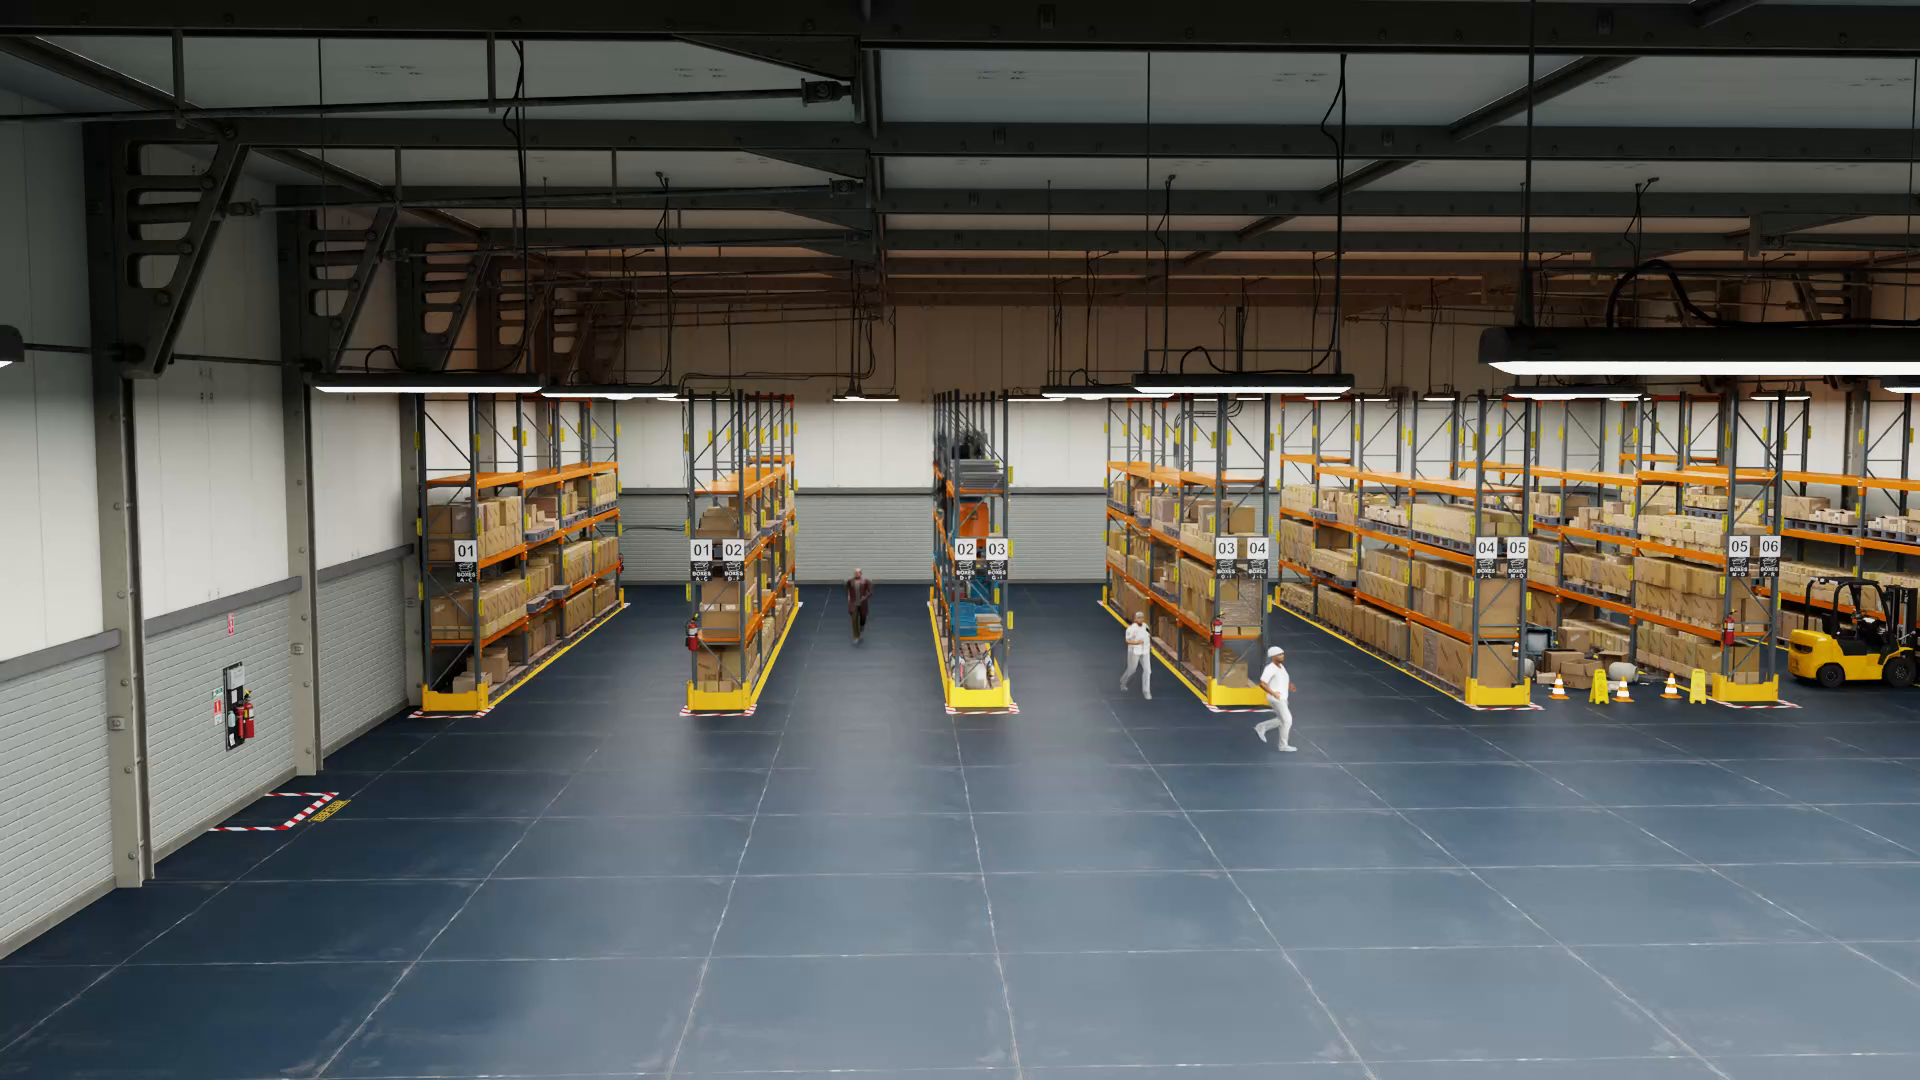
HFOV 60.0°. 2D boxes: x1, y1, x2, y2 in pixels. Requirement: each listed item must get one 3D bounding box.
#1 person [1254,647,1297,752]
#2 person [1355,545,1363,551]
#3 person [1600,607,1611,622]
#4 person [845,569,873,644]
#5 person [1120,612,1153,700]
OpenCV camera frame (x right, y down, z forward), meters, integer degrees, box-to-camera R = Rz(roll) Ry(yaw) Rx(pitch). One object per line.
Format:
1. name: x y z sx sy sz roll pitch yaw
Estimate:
1. person: 5.214 2.620 27.491 0.770 1.729 0.709 3 5 30
2. person: 11.328 1.002 47.217 0.637 1.766 0.668 -1 5 -11
3. person: 16.722 1.351 43.002 0.659 1.726 0.600 -1 5 -13
4. person: -2.446 1.519 40.277 0.678 1.662 1.112 0 5 -4
5. person: 3.486 2.246 32.596 0.614 1.686 0.930 -1 5 -17
